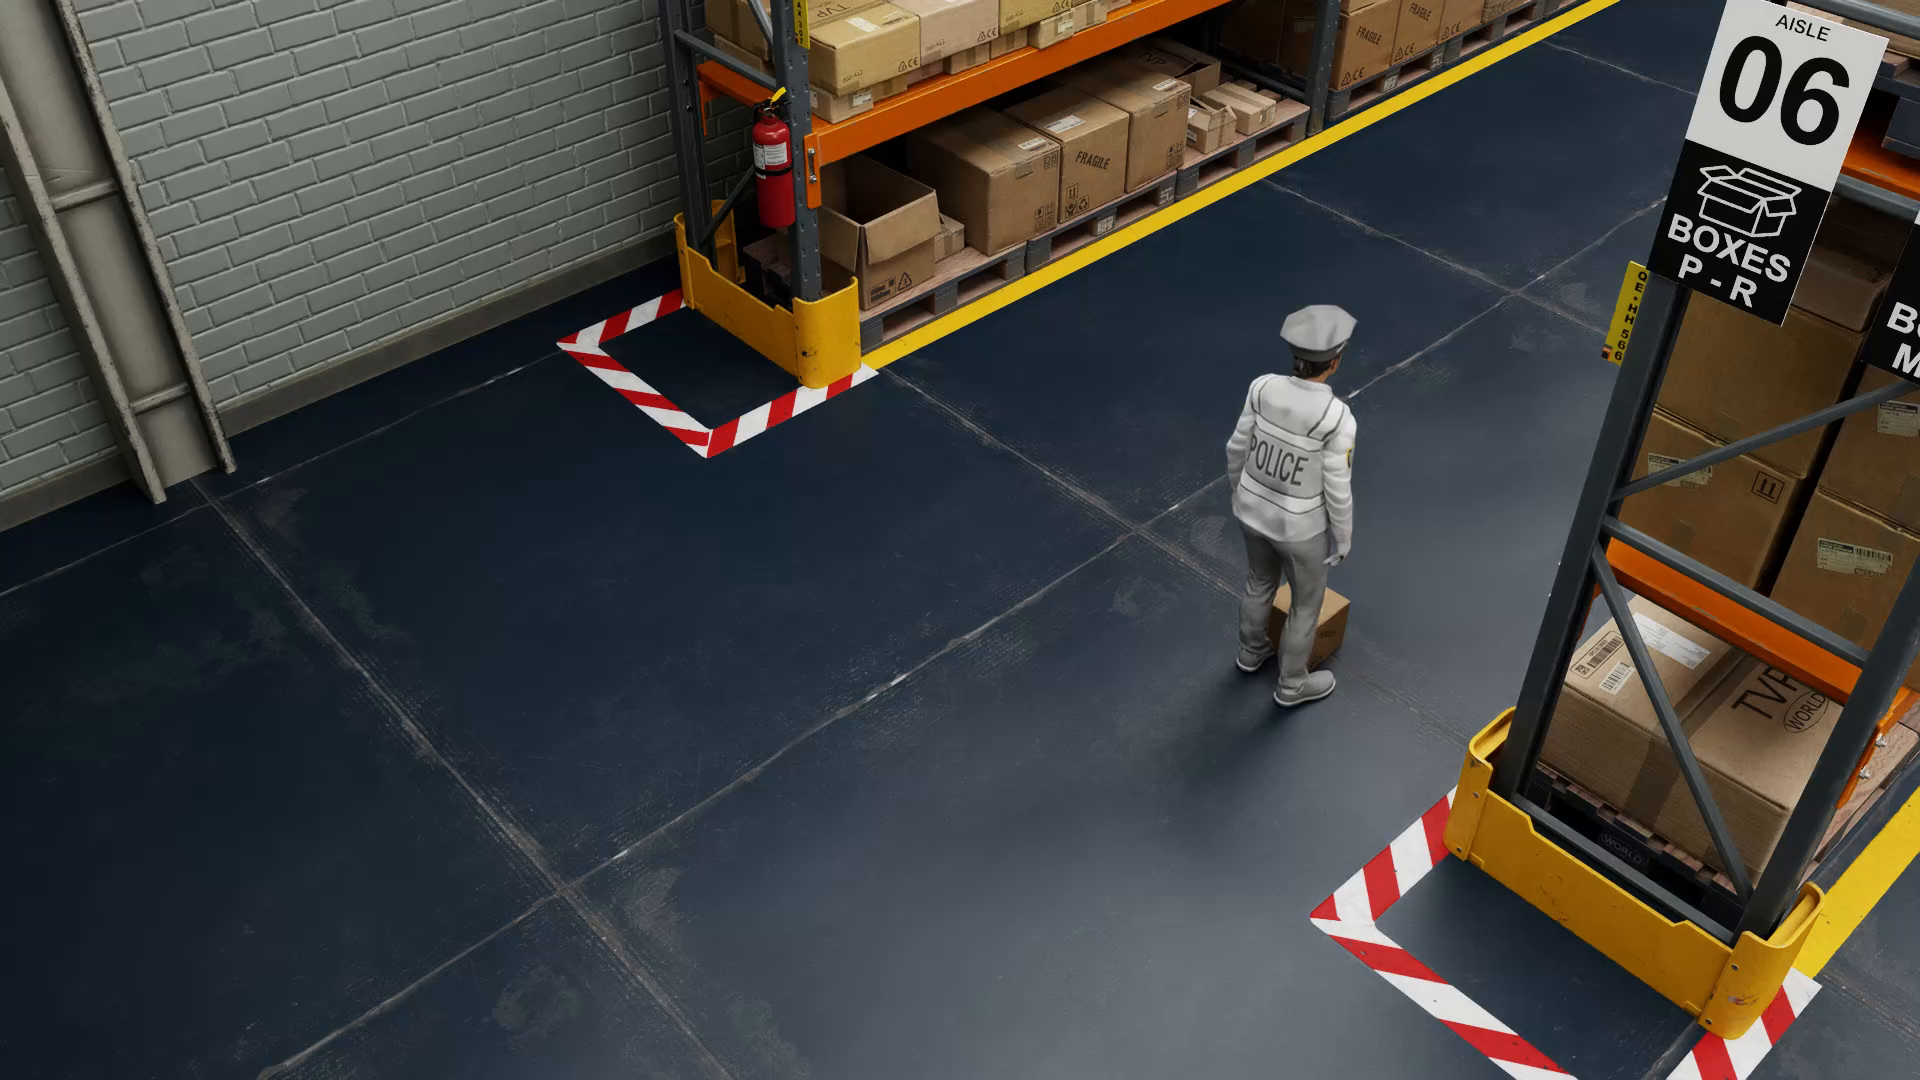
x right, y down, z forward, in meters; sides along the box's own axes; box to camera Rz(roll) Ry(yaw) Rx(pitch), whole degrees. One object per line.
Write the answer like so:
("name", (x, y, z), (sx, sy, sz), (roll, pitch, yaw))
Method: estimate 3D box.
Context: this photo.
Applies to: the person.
("person", (1.249, -0.103, 6.276), (0.544, 1.663, 0.415), (32, 49, 32))
